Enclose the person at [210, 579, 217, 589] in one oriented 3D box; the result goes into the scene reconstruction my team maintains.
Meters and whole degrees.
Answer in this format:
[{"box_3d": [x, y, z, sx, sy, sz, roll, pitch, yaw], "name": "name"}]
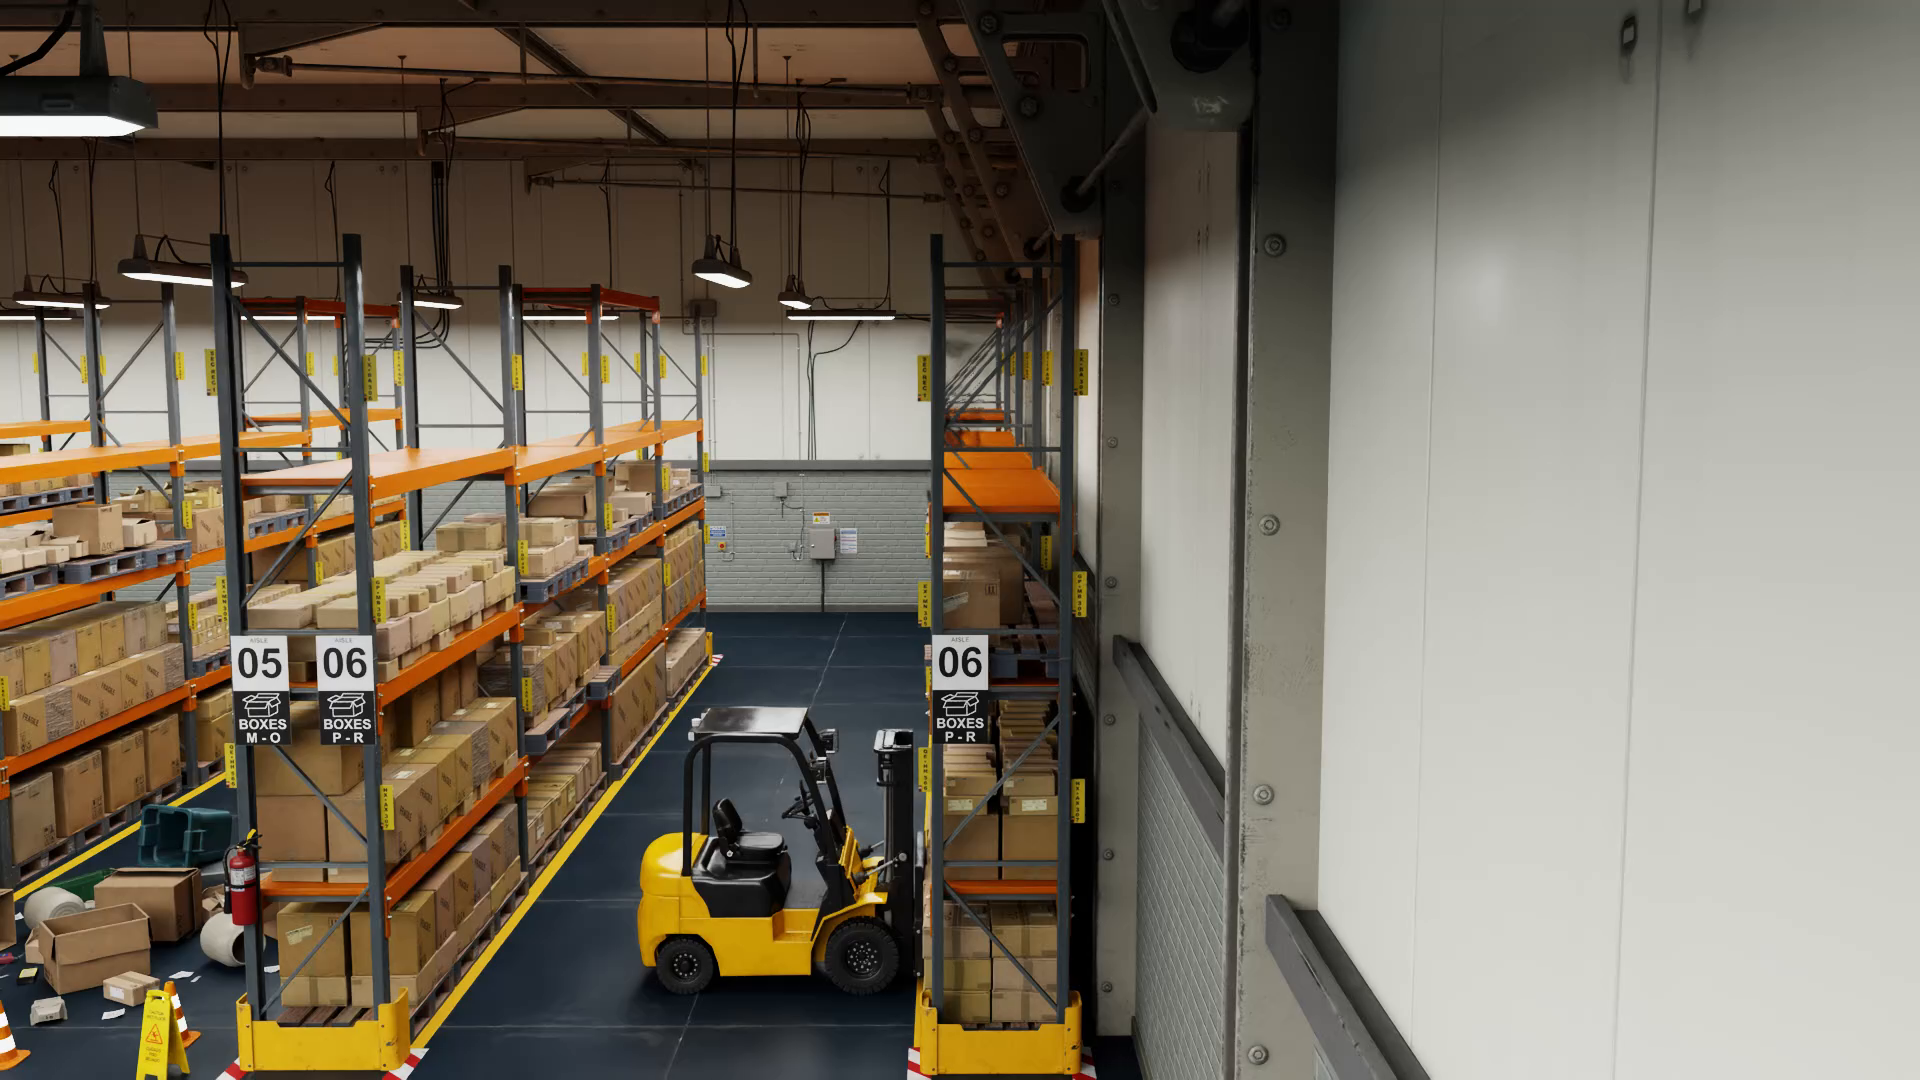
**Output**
[{"box_3d": [-11.525, 1.439, 25.986, 0.682, 1.729, 0.596, 2, 6, 14], "name": "person"}]
